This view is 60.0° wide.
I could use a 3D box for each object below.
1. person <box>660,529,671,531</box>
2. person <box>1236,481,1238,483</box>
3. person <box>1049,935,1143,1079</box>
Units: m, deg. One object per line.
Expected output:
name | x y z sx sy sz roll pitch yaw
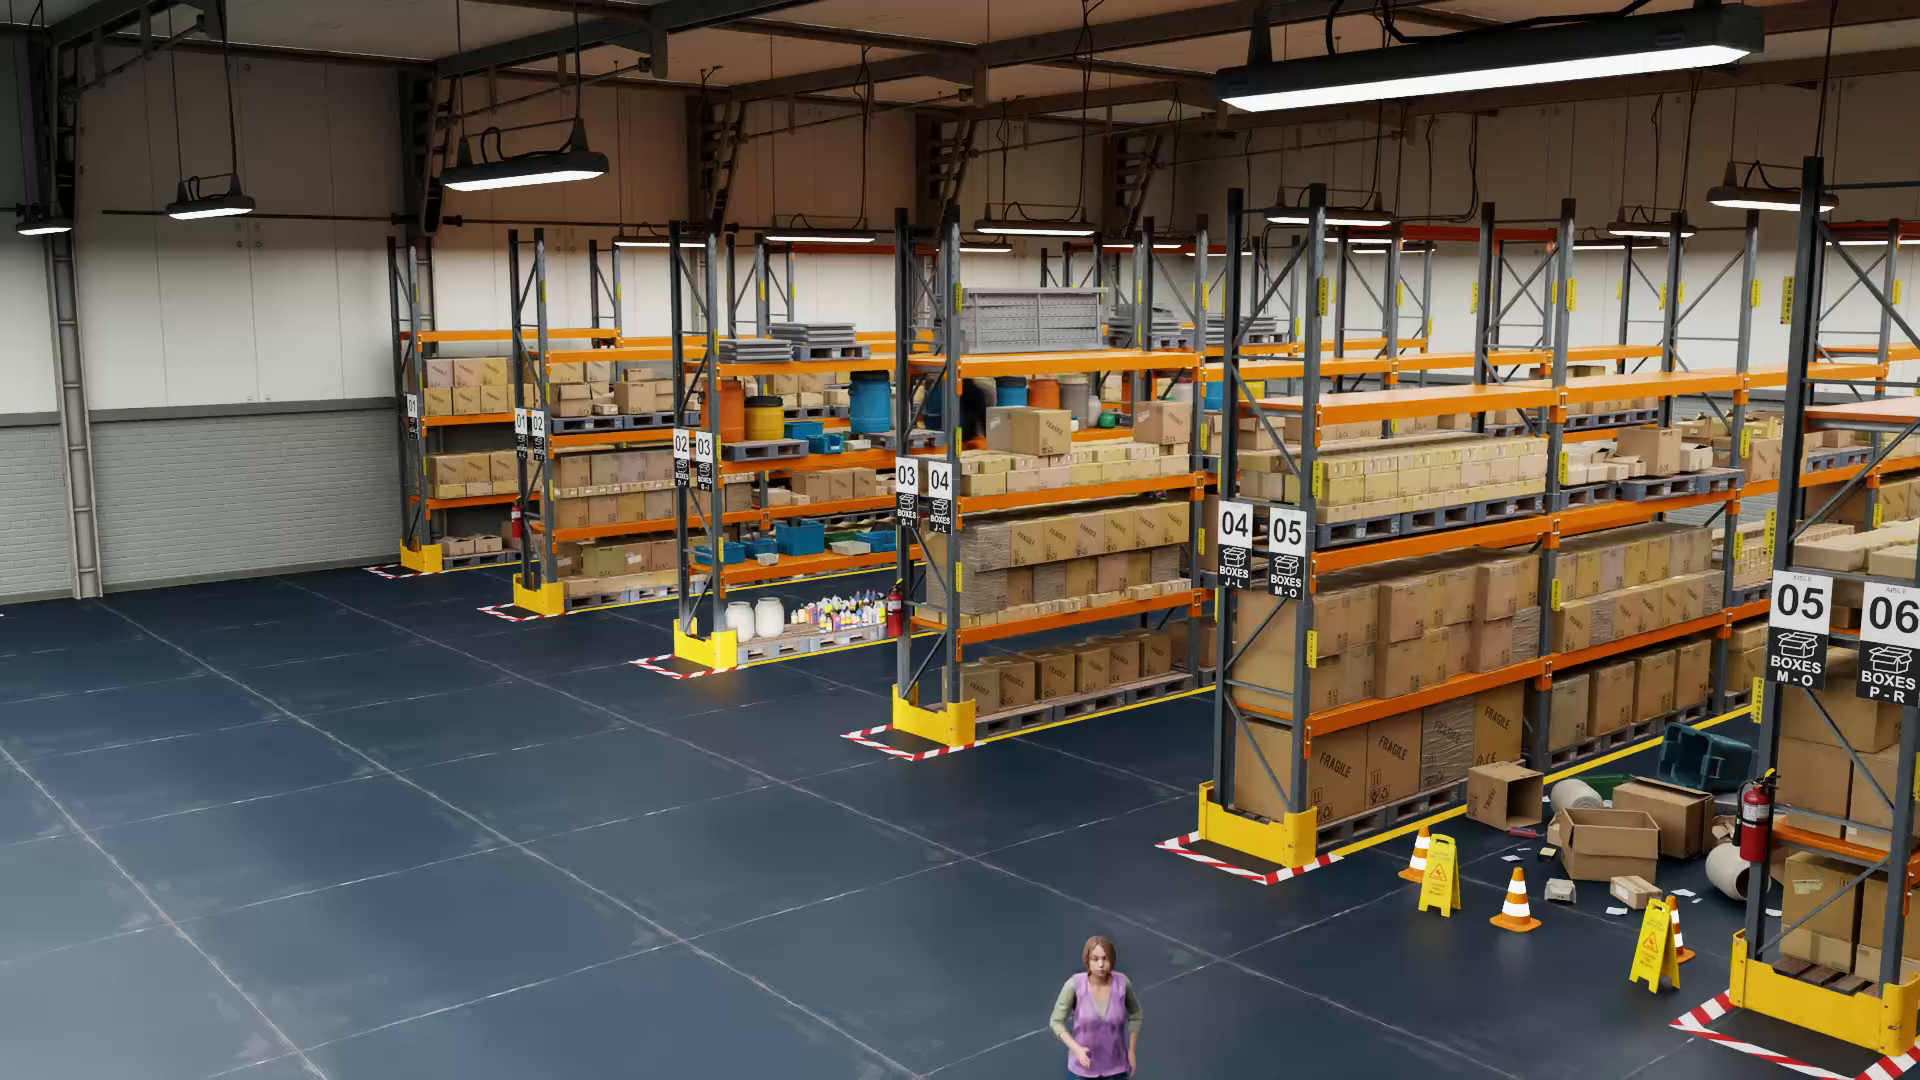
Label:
person | -5.313 -0.217 29.899 0.538 1.605 0.877 7 11 39
person | 5.608 -0.987 34.375 0.891 1.812 0.741 -7 11 -38
person | 0.772 2.972 9.405 0.541 1.565 0.657 0 9 -3
